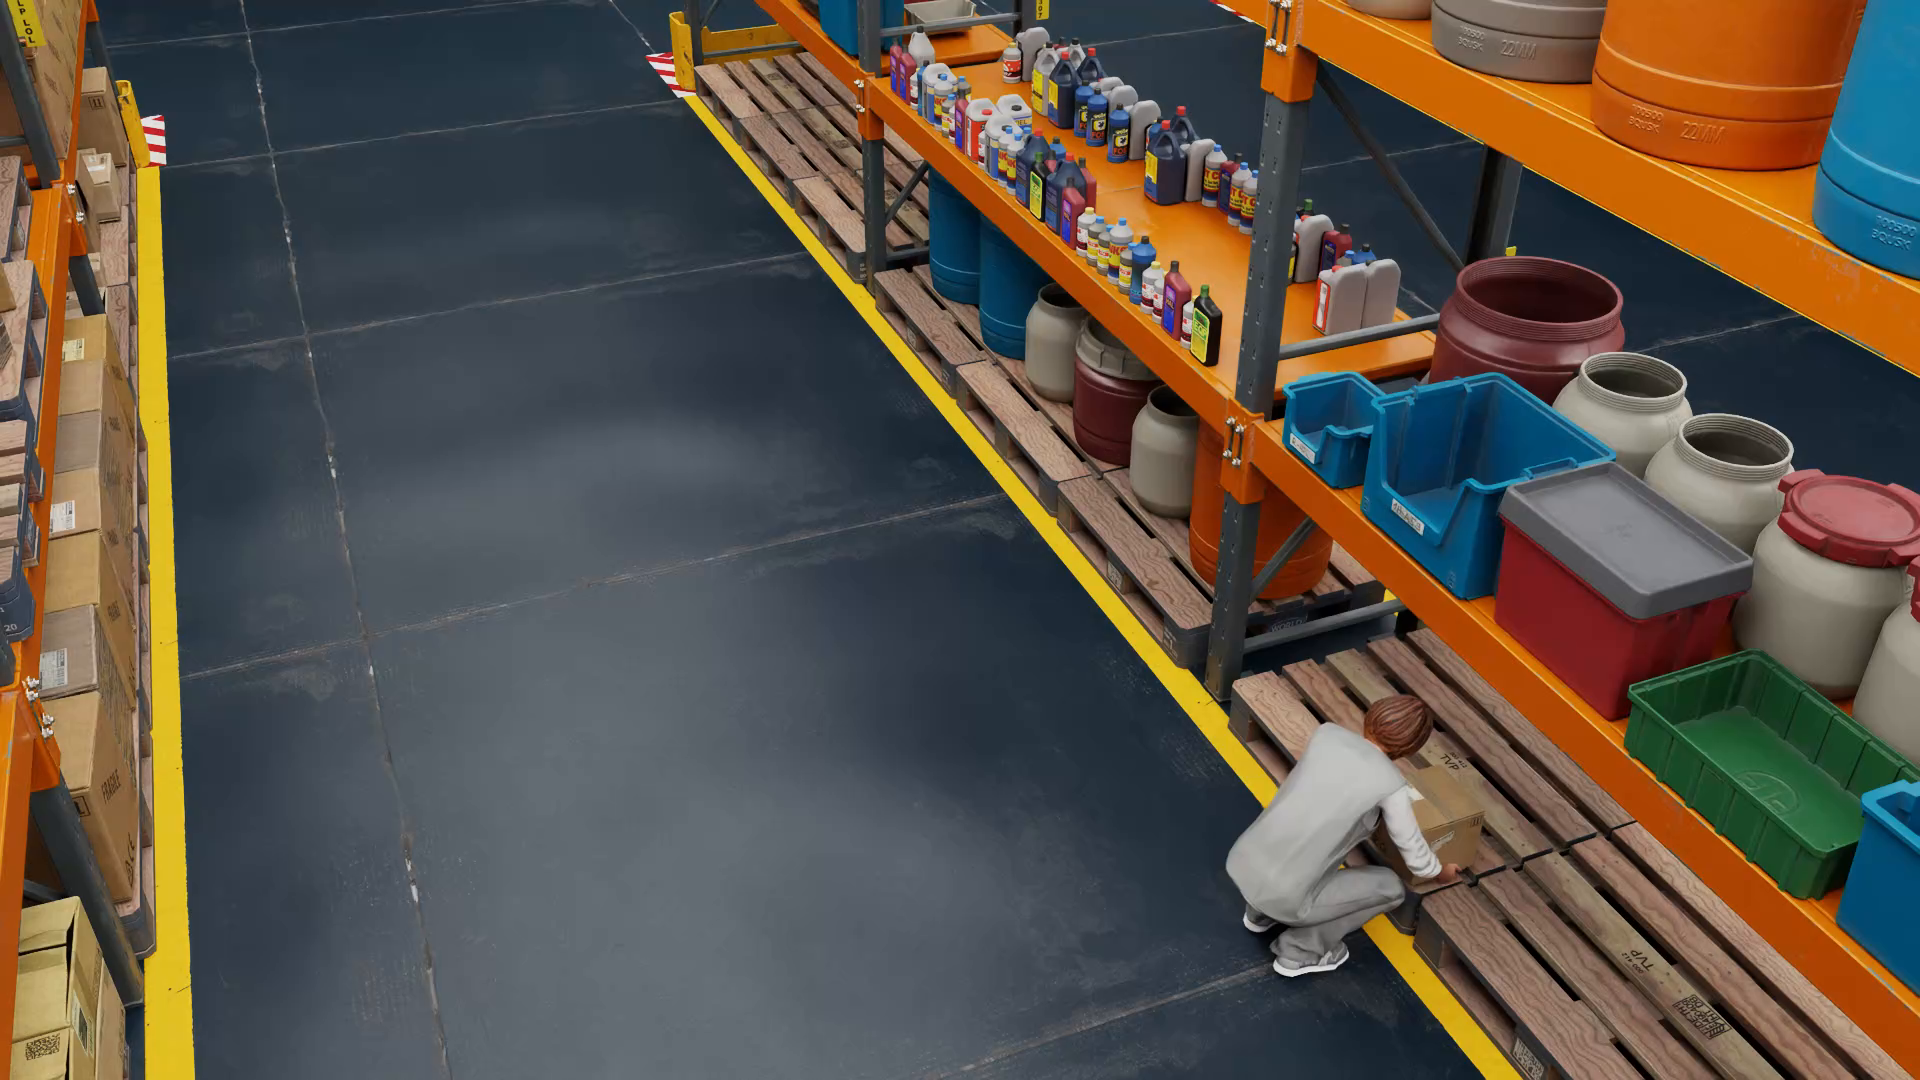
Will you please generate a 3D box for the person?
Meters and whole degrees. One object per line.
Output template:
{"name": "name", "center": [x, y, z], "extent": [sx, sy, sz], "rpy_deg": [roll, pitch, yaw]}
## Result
{"name": "person", "center": [1.243, 0.945, 5.379], "extent": [0.807, 0.901, 0.506], "rpy_deg": [-13, 36, -19]}
